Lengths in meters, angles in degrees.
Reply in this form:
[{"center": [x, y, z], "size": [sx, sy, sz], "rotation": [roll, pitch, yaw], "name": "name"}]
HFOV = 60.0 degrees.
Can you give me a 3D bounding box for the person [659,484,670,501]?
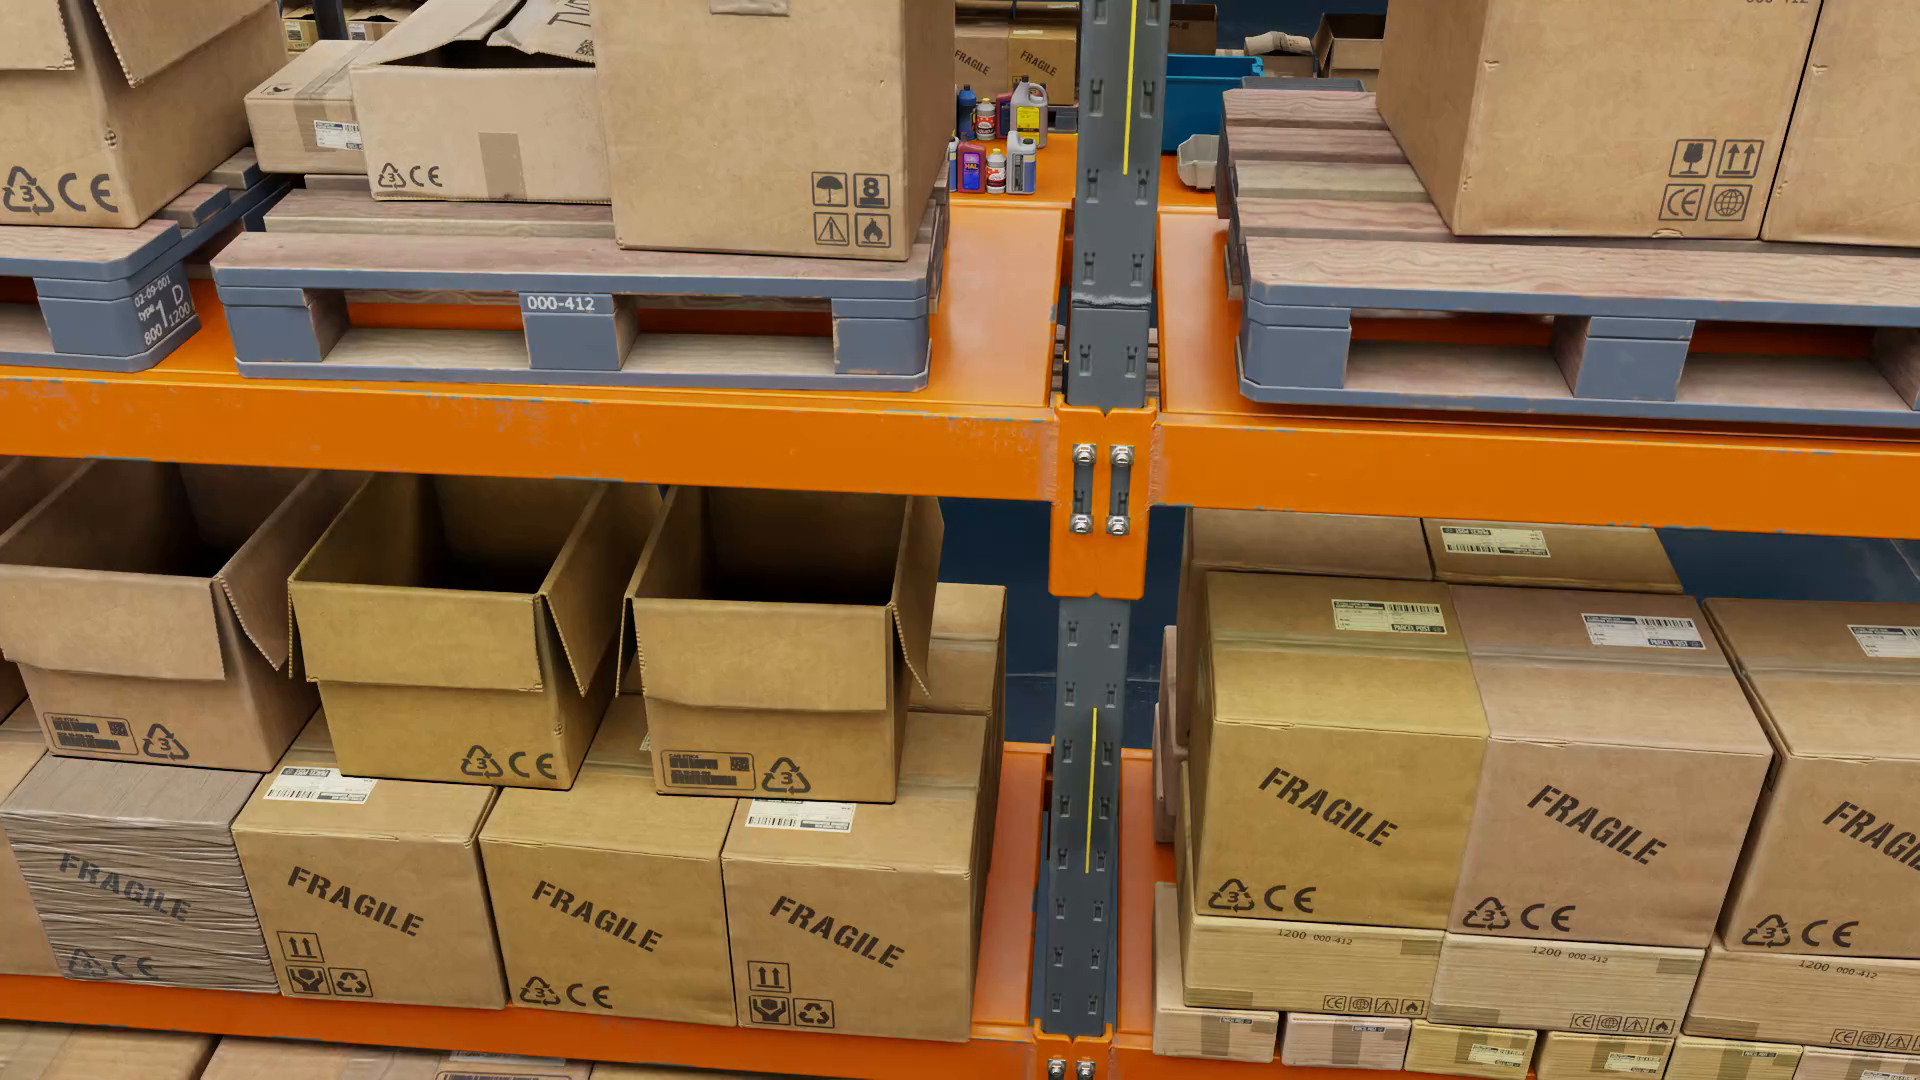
[{"center": [-1.076, -0.431, 6.827], "size": [0.532, 1.655, 0.347], "rotation": [1, 32, 1], "name": "person"}]
